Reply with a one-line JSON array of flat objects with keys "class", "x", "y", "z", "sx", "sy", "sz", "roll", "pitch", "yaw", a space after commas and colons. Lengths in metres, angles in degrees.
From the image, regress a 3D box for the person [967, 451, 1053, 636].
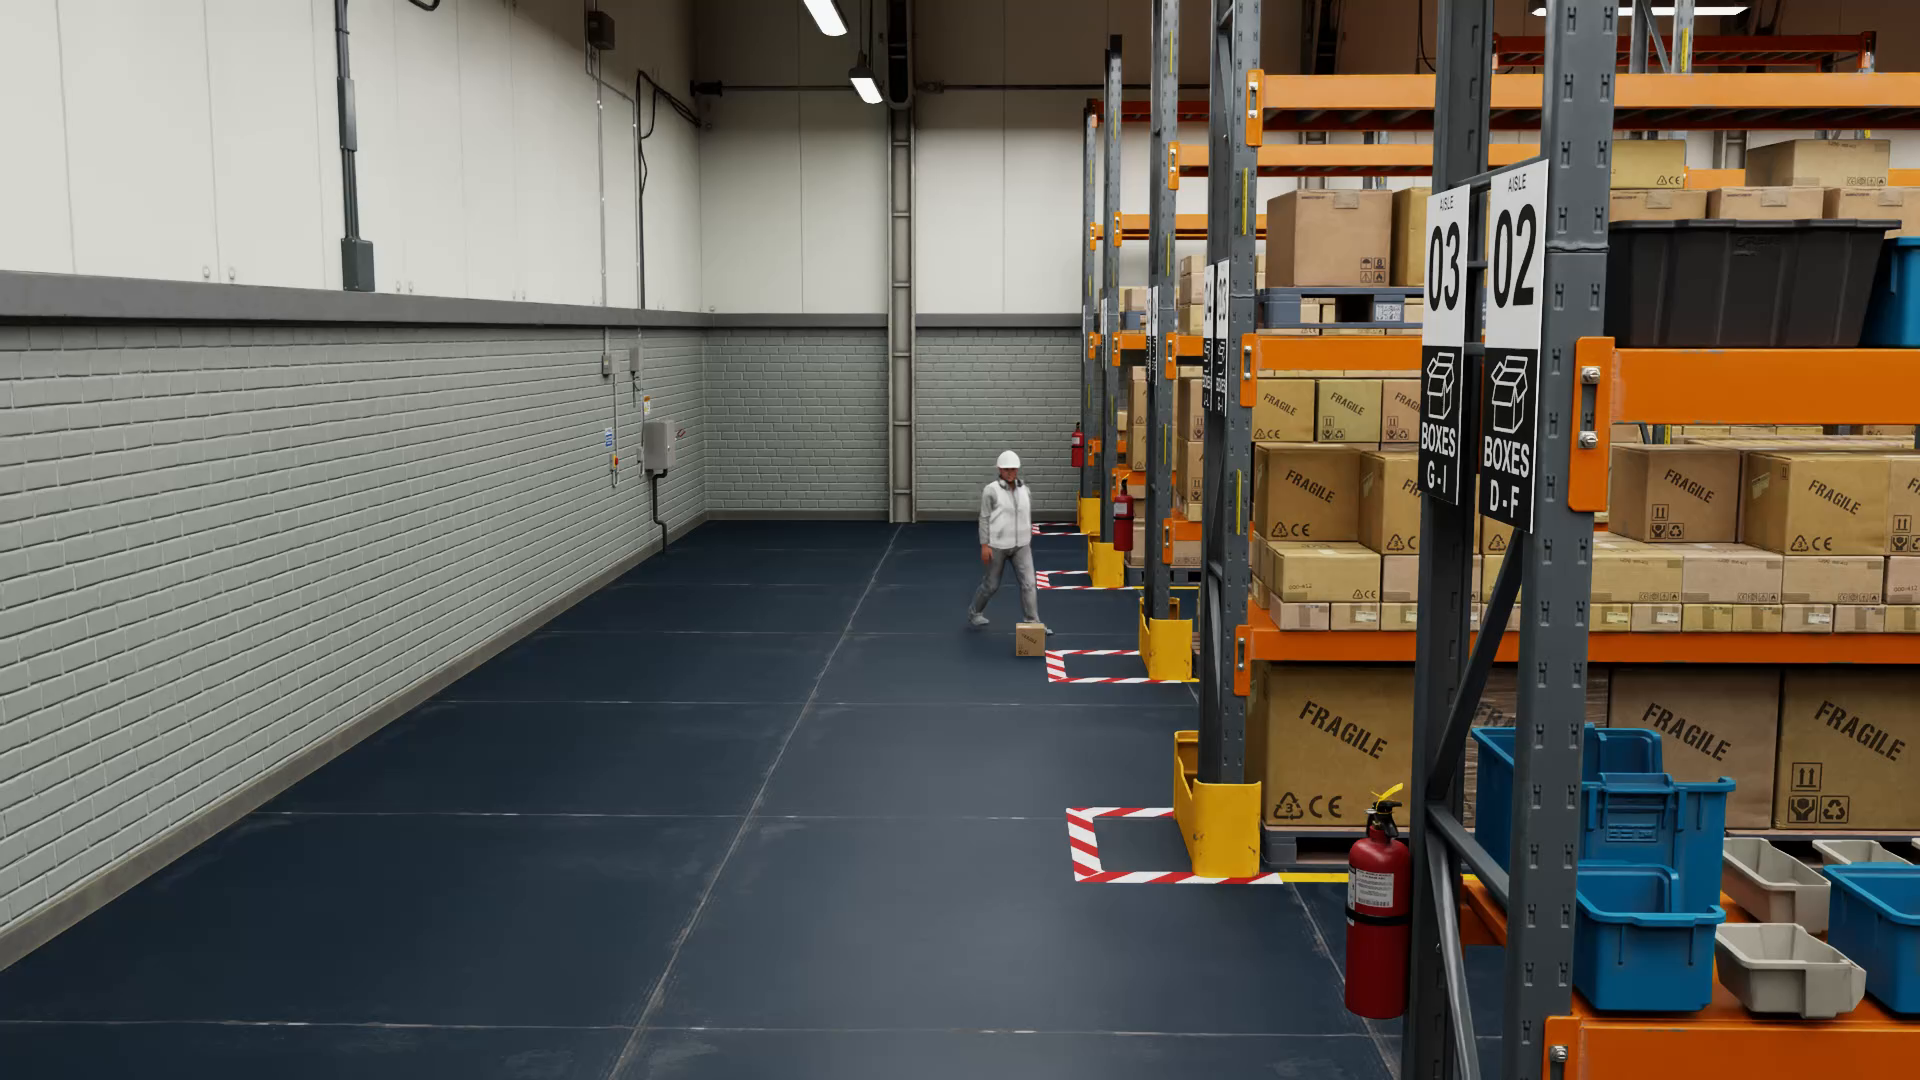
[{"class": "person", "x": 0.448, "y": 0.033, "z": 15.503, "sx": 0.598, "sy": 1.739, "sz": 1.000, "roll": -4, "pitch": 8, "yaw": -27}]
